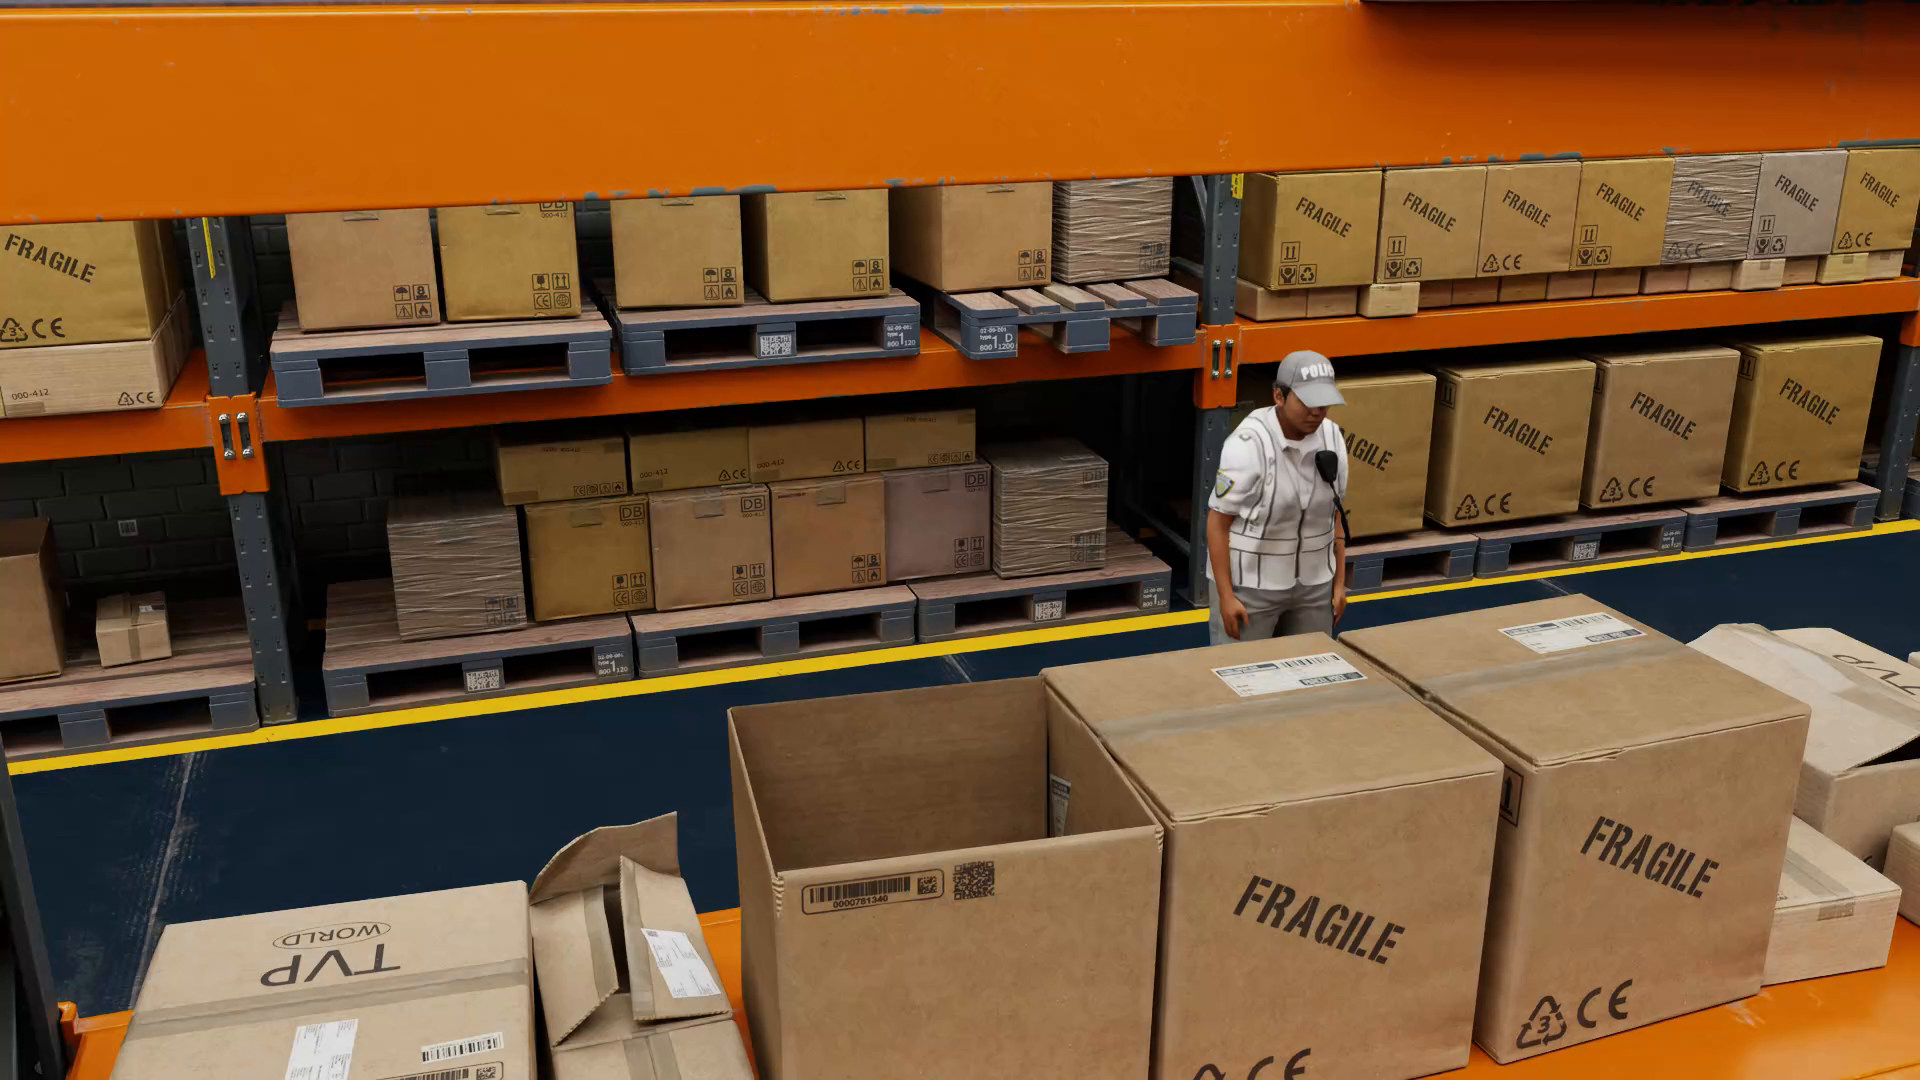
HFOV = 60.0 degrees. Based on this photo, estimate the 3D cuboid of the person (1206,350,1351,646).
[{"bbox_3d":[1.054,0.175,5.557,0.533,1.668,0.454,-7,21,-19],"label":"person"}]
